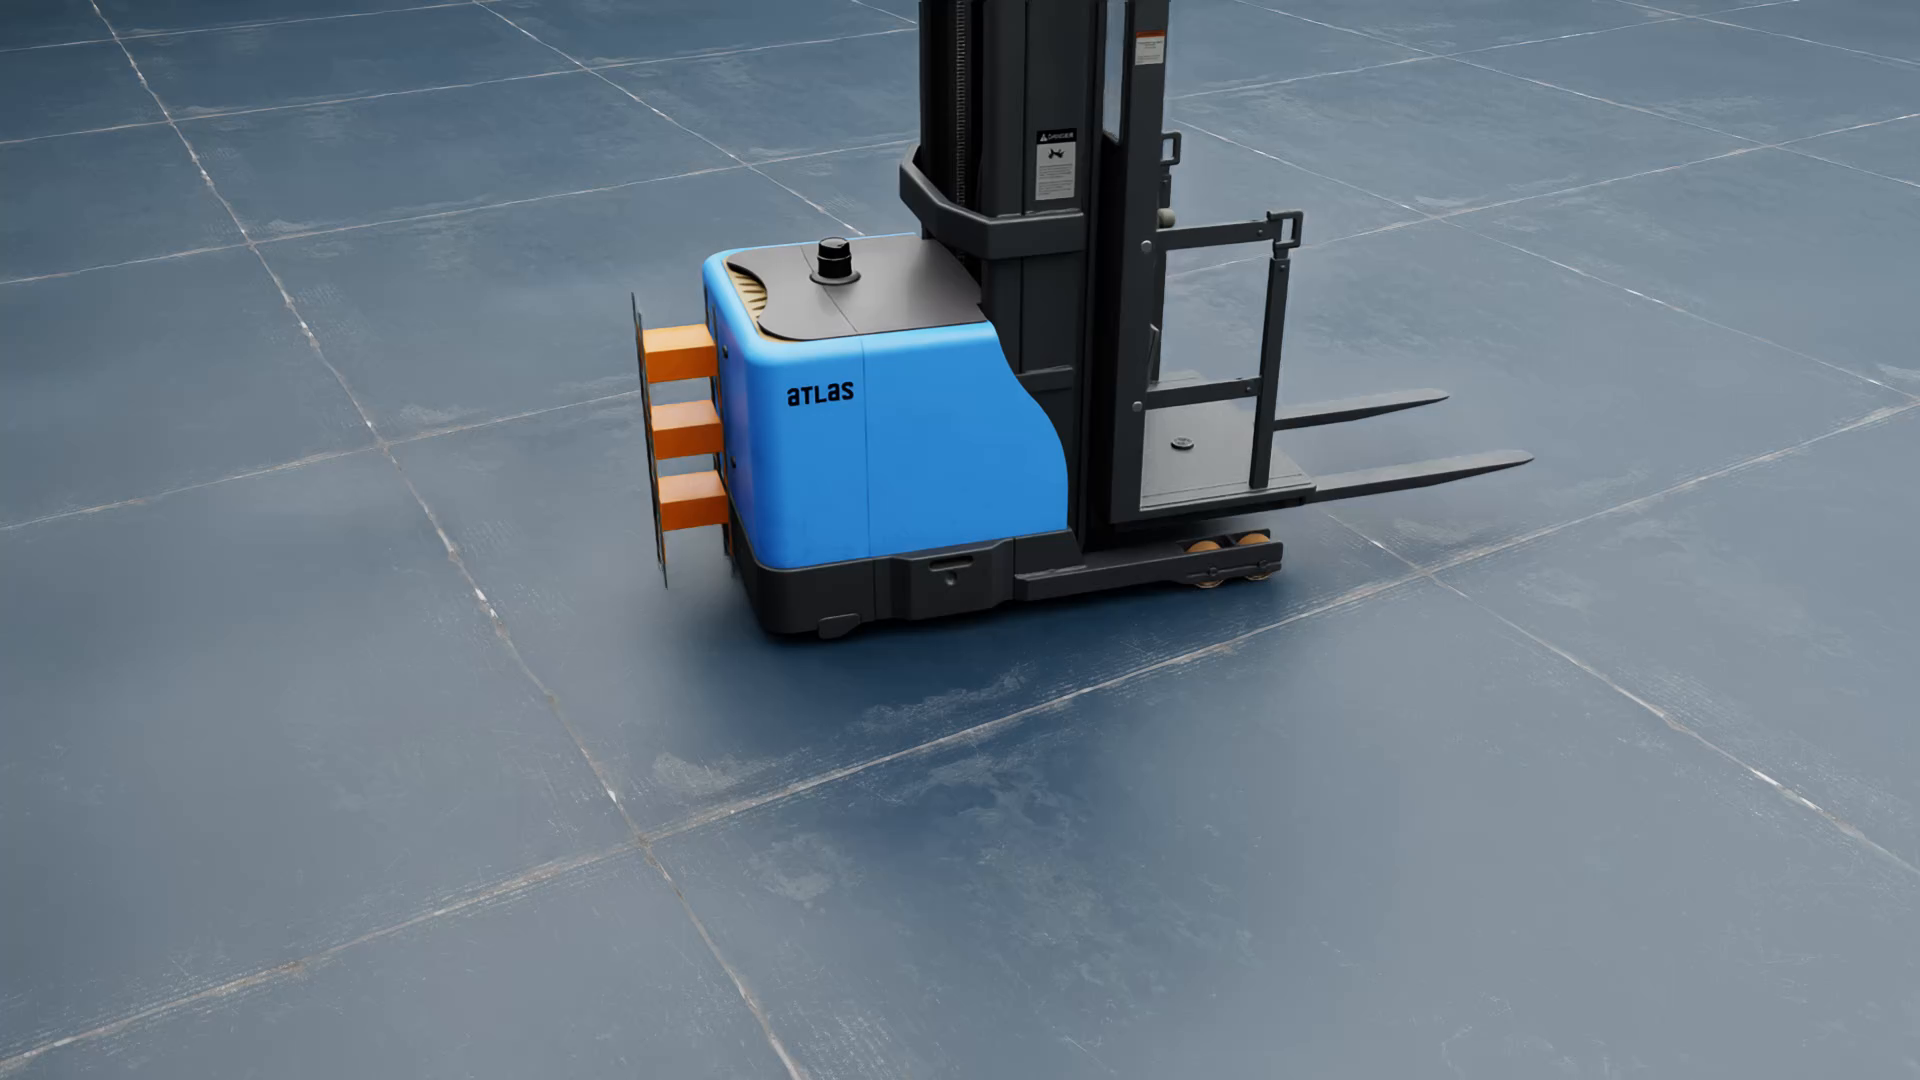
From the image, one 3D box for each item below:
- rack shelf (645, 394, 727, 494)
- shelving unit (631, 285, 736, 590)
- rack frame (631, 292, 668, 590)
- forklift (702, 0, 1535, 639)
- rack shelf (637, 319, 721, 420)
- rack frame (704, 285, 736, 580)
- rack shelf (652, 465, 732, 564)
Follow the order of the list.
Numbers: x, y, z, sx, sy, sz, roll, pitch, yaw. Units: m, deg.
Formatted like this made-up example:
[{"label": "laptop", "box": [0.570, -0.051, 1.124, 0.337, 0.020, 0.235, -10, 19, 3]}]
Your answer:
[{"label": "rack shelf", "box": [-0.956, -0.335, 5.792, 0.240, 0.259, 0.215, -8, 30, -14]}, {"label": "shelving unit", "box": [-0.956, -0.344, 5.787, 0.252, 1.050, 0.215, -8, 30, -14]}, {"label": "rack frame", "box": [-1.073, -0.327, 5.756, 0.008, 1.050, 0.200, -8, 30, -14]}, {"label": "forklift", "box": [0.653, -1.347, 5.657, 3.031, 2.935, 1.130, -8, 30, -14]}, {"label": "rack shelf", "box": [-0.956, -0.583, 5.655, 0.240, 0.259, 0.215, -8, 30, -14]}, {"label": "rack frame", "box": [-0.839, -0.361, 5.817, 0.008, 1.050, 0.200, -8, 30, -14]}, {"label": "rack shelf", "box": [-0.956, -0.091, 5.926, 0.240, 0.259, 0.215, -8, 30, -14]}]
